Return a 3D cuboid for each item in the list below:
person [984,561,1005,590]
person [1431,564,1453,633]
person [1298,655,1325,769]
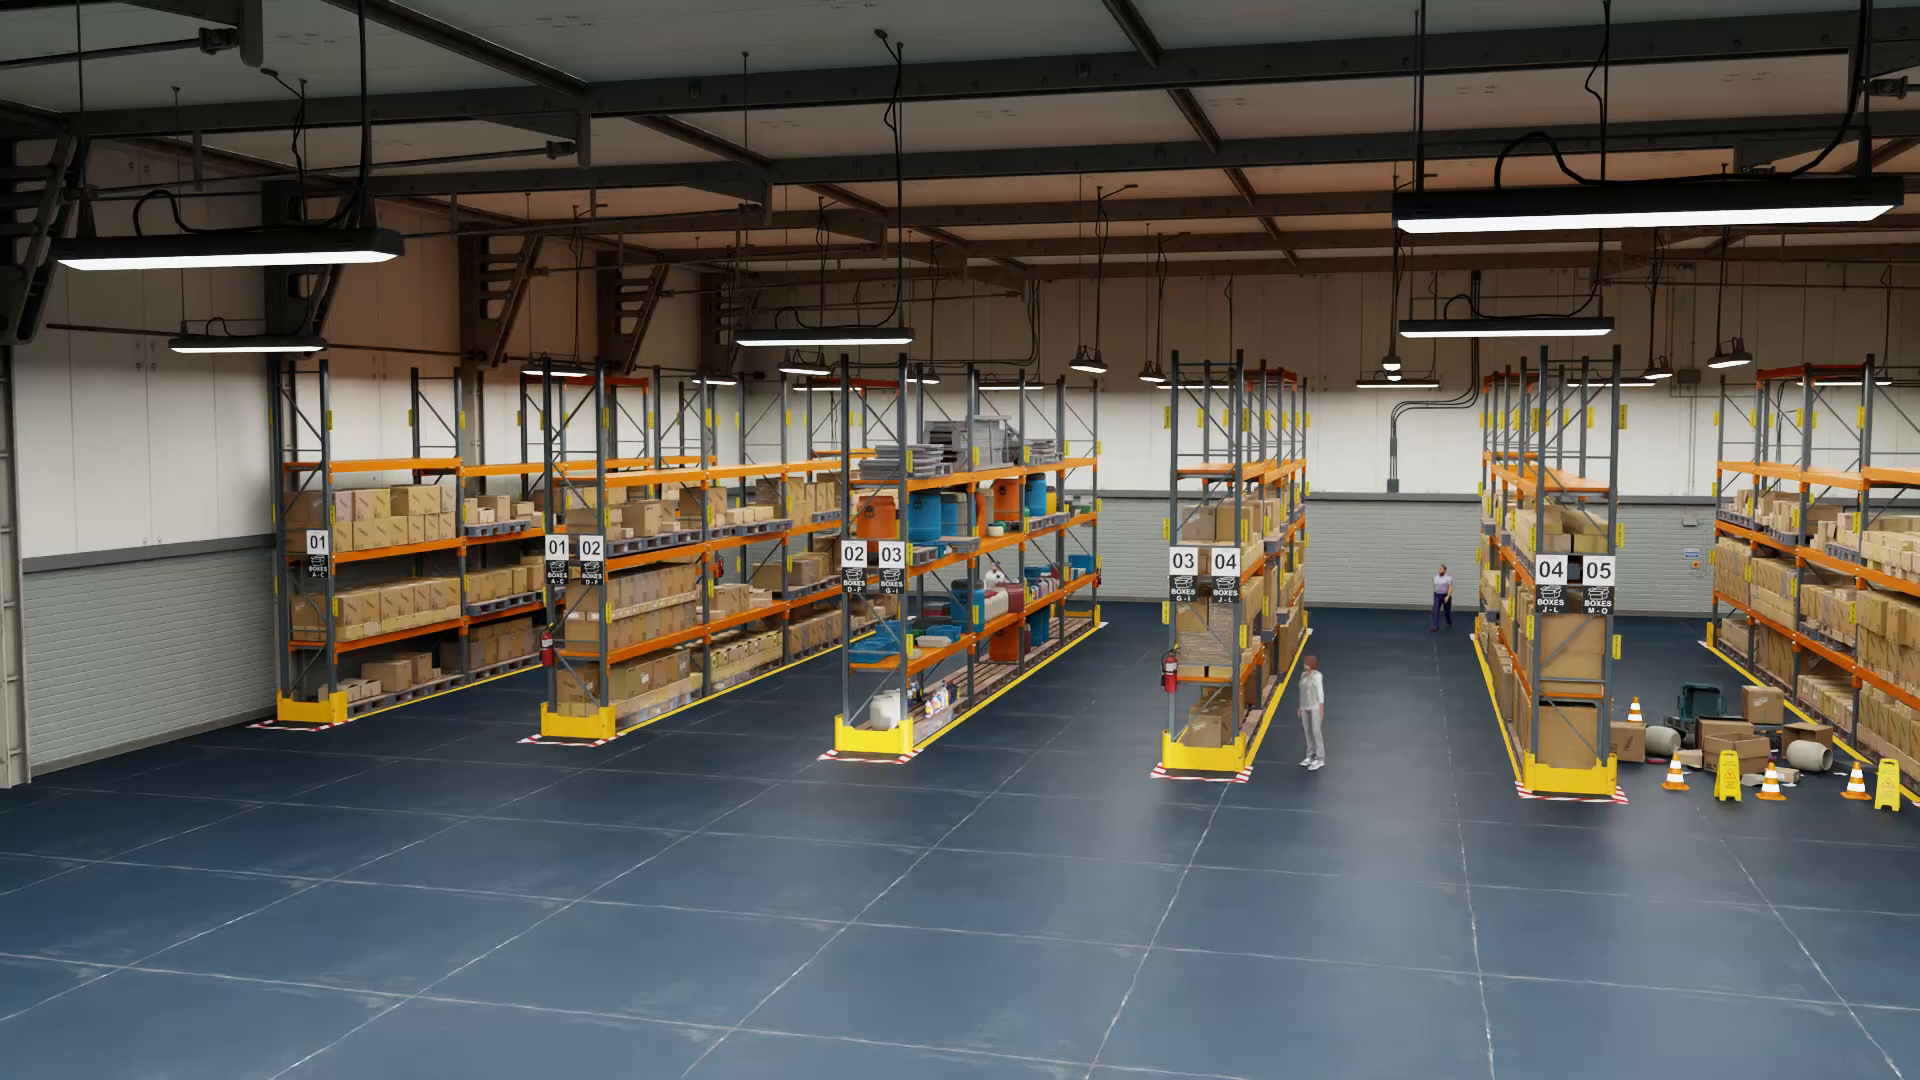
[{"bbox_3d":[0.809,1.326,39.935,0.575,1.695,0.908,1,4,16],"label":"person"},{"bbox_3d":[11.398,1.378,39.306,0.476,1.601,1.008,2,5,25],"label":"person"},{"bbox_3d":[5.069,2.473,24.065,0.380,1.610,0.497,-3,5,-32],"label":"person"}]
